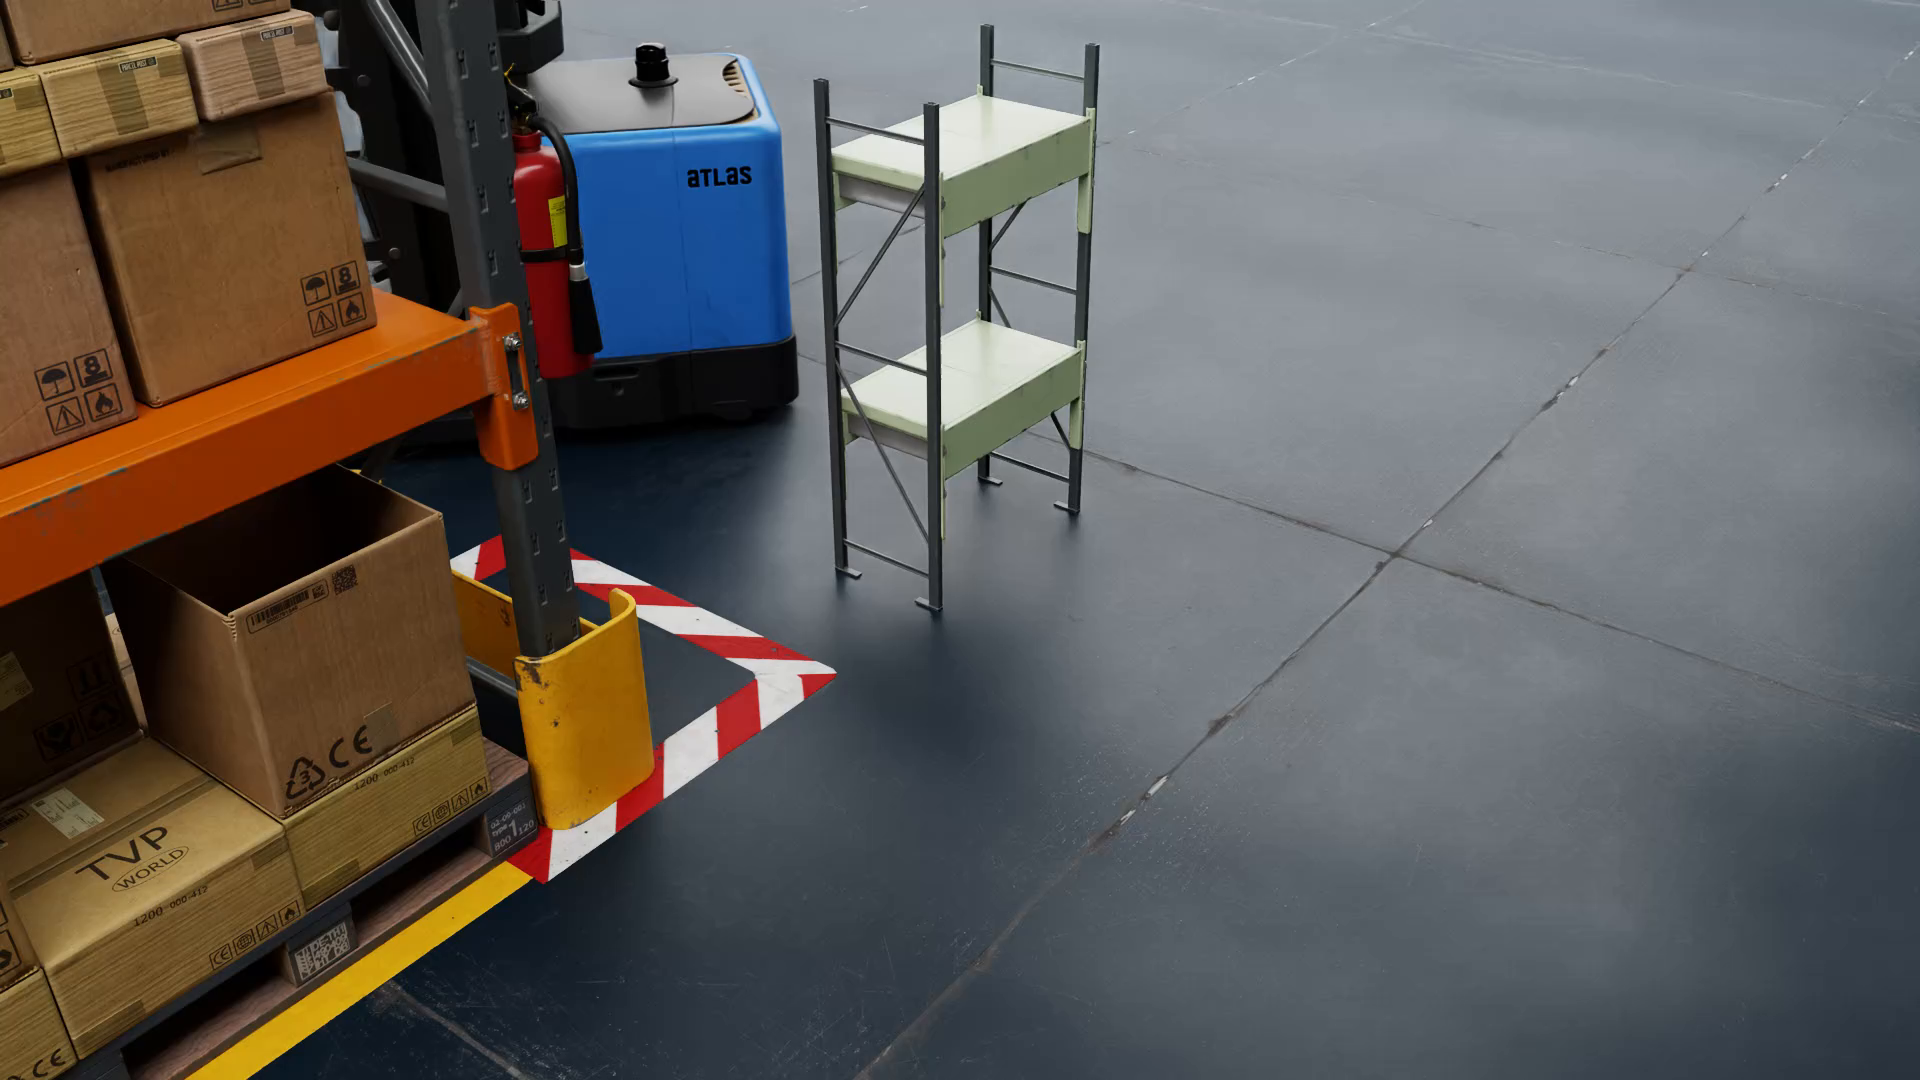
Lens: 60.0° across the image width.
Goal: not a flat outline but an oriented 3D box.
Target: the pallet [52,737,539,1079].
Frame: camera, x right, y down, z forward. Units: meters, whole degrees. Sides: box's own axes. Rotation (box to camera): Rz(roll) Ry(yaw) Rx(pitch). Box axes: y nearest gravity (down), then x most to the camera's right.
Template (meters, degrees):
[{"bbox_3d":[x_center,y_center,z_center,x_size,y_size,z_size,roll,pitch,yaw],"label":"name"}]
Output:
[{"bbox_3d":[-1.768,0.714,3.838,1.003,0.211,1.213,21,37,31],"label":"pallet"}]

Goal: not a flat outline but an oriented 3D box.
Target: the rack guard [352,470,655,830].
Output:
[{"bbox_3d":[-1.325,0.257,4.327,1.175,0.500,0.348,21,37,31],"label":"rack guard"}]

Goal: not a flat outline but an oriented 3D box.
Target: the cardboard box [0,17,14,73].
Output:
[{"bbox_3d":[-1.977,-0.987,2.603,0.700,0.500,0.500,20,36,30],"label":"cardboard box"}]

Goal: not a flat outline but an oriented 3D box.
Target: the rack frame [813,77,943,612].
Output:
[{"bbox_3d":[-0.217,-0.499,4.621,0.400,1.500,0.023,21,37,31],"label":"rack frame"}]

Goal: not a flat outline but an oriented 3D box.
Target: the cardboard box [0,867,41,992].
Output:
[{"bbox_3d":[-2.018,0.591,2.860,0.500,0.500,0.500,21,37,31],"label":"cardboard box"}]

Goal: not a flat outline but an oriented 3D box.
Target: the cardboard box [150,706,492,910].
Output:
[{"bbox_3d":[-1.428,0.502,3.746,0.500,0.250,0.500,21,37,31],"label":"cardboard box"}]

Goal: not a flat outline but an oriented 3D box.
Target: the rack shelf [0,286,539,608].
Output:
[{"bbox_3d":[-2.547,0.313,2.485,1.077,0.370,4.000,21,37,31],"label":"rack shelf"}]

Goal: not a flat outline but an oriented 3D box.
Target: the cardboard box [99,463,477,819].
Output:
[{"bbox_3d":[-1.426,0.180,3.553,0.500,0.500,0.500,21,37,31],"label":"cardboard box"}]

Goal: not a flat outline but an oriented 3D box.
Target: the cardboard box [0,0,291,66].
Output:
[{"bbox_3d":[-1.664,-1.203,2.967,0.700,0.500,0.500,21,37,31],"label":"cardboard box"}]

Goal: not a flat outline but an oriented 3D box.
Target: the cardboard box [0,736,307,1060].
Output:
[{"bbox_3d":[-1.720,0.709,3.396,0.500,0.250,0.500,21,37,31],"label":"cardboard box"}]

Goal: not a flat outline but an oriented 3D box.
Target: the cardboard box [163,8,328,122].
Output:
[{"bbox_3d":[-1.419,-0.917,3.121,0.380,0.149,0.250,20,36,31],"label":"cardboard box"}]

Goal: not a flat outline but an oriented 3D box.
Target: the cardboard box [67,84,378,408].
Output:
[{"bbox_3d":[-1.632,-0.666,3.334,0.700,0.500,0.500,21,37,31],"label":"cardboard box"}]

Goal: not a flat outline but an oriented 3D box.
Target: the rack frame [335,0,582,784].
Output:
[{"bbox_3d":[-1.340,-0.809,3.673,1.000,3.000,0.127,21,37,31],"label":"rack frame"}]

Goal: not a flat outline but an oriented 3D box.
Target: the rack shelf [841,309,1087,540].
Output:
[{"bbox_3d":[0.004,-0.367,5.038,0.431,0.370,0.720,21,37,31],"label":"rack shelf"}]

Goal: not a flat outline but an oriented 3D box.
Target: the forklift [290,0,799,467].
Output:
[{"bbox_3d":[-2.152,-1.777,5.373,3.031,2.935,1.130,-6,31,-11],"label":"forklift"}]

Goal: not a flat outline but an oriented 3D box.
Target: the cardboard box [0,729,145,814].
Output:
[{"bbox_3d":[-2.140,0.547,3.670,0.500,0.250,0.500,21,37,31],"label":"cardboard box"}]

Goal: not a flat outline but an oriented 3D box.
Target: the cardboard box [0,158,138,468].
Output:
[{"bbox_3d":[-1.945,-0.451,2.971,0.700,0.500,0.500,22,37,32],"label":"cardboard box"}]

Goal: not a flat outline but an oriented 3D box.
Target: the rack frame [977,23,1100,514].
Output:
[{"bbox_3d":[0.225,-0.797,5.123,0.400,1.500,0.023,21,37,31],"label":"rack frame"}]

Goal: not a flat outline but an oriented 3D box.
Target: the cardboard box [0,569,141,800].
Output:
[{"bbox_3d":[-2.141,0.224,3.479,0.500,0.500,0.500,21,37,31],"label":"cardboard box"}]

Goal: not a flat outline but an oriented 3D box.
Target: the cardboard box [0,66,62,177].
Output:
[{"bbox_3d":[-1.730,-0.706,2.765,0.380,0.149,0.250,21,36,31],"label":"cardboard box"}]

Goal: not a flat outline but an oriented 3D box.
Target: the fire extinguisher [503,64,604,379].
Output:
[{"bbox_3d":[-0.898,-0.681,3.532,0.296,0.674,0.183,21,37,31],"label":"fire extinguisher"}]

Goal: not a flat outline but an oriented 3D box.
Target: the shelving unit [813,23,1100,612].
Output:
[{"bbox_3d":[0.004,-0.648,4.872,0.431,1.500,0.755,21,37,31],"label":"shelving unit"}]

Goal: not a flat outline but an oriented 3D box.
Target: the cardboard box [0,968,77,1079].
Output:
[{"bbox_3d":[-2.021,0.913,3.053,0.500,0.250,0.500,21,37,31],"label":"cardboard box"}]

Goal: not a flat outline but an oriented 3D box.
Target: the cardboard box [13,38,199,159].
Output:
[{"bbox_3d":[-1.576,-0.810,2.941,0.380,0.149,0.250,22,37,32],"label":"cardboard box"}]

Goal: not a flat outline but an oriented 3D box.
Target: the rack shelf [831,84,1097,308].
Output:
[{"bbox_3d":[0.004,-0.984,4.673,0.431,0.370,0.720,21,37,31],"label":"rack shelf"}]

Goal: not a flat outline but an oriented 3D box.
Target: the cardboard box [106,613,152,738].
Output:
[{"bbox_3d":[-1.841,0.343,4.015,0.500,0.250,0.500,21,37,31],"label":"cardboard box"}]
